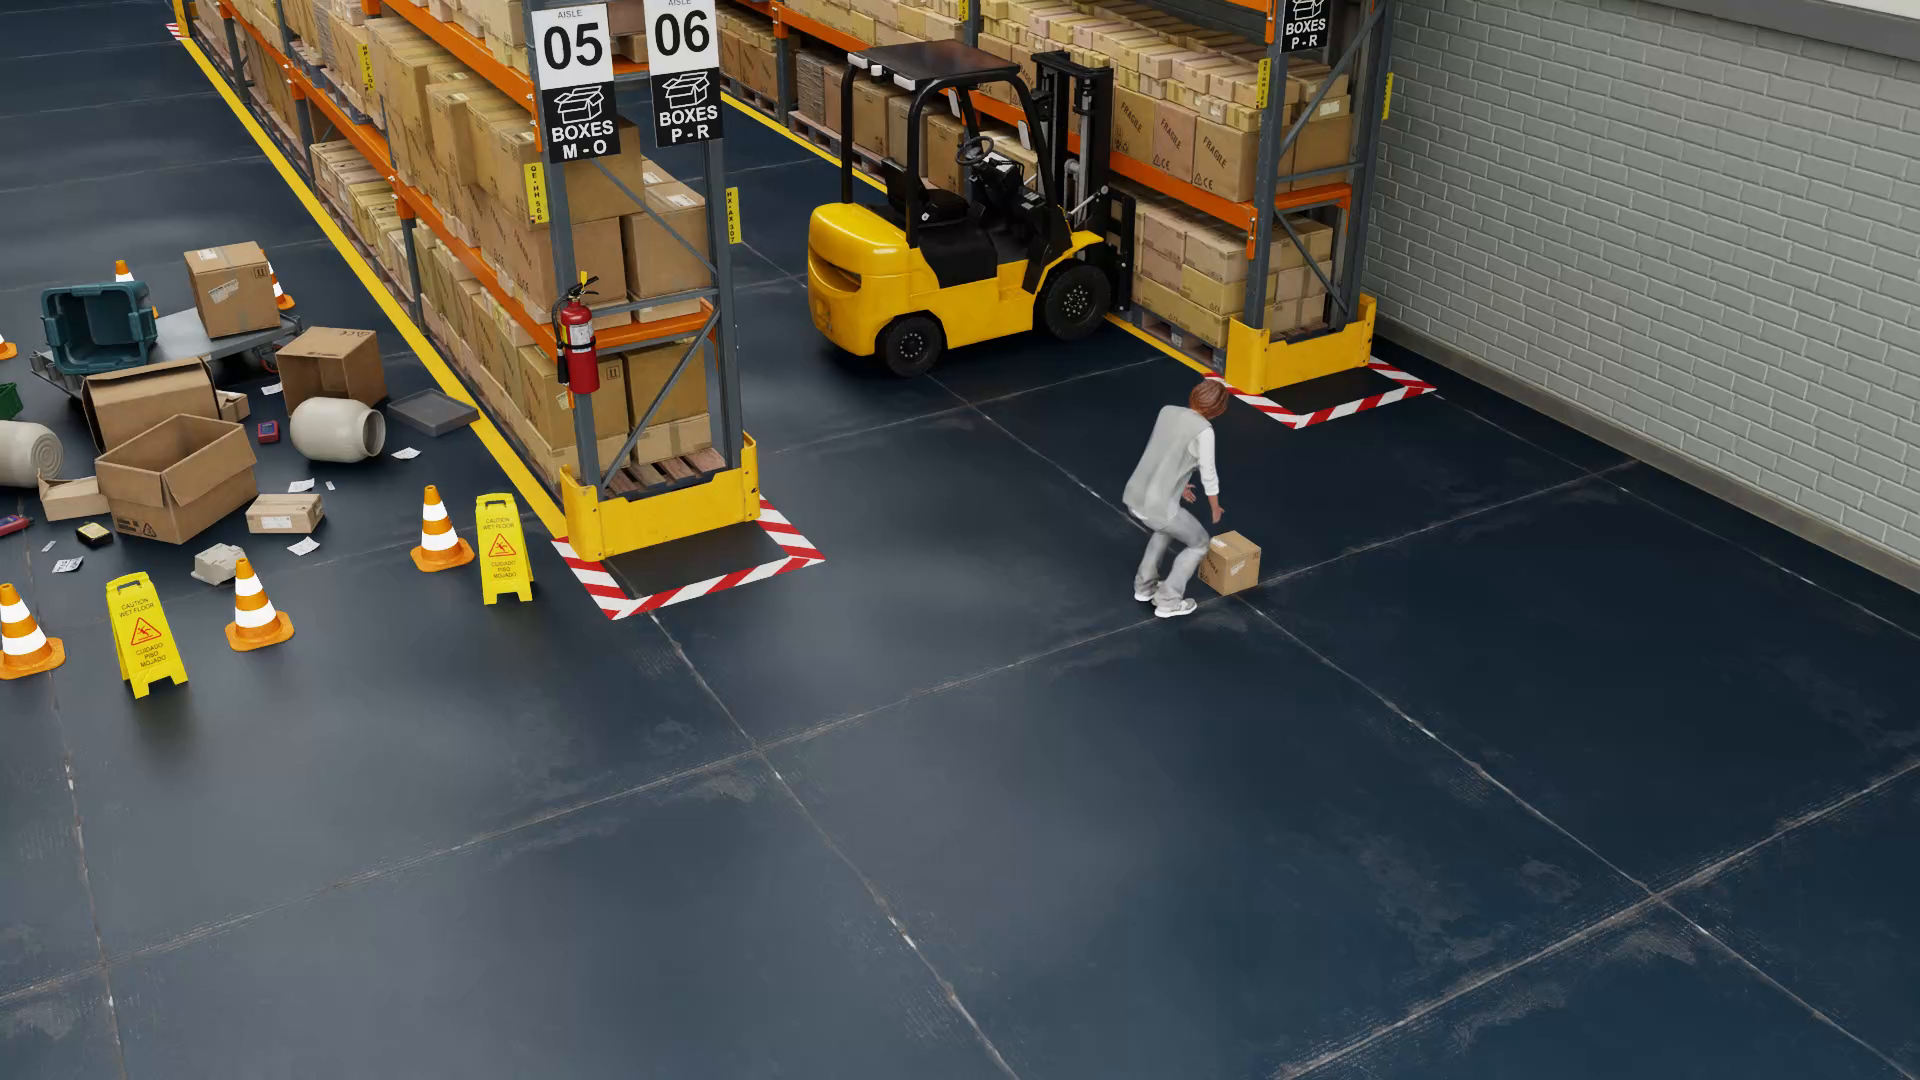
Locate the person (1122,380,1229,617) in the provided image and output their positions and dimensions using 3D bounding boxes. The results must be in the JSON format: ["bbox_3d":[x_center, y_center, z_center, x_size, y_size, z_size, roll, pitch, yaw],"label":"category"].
[{"bbox_3d":[1.186,-0.233,9.258,0.640,1.325,0.462,-16,33,-26],"label":"person"}]
